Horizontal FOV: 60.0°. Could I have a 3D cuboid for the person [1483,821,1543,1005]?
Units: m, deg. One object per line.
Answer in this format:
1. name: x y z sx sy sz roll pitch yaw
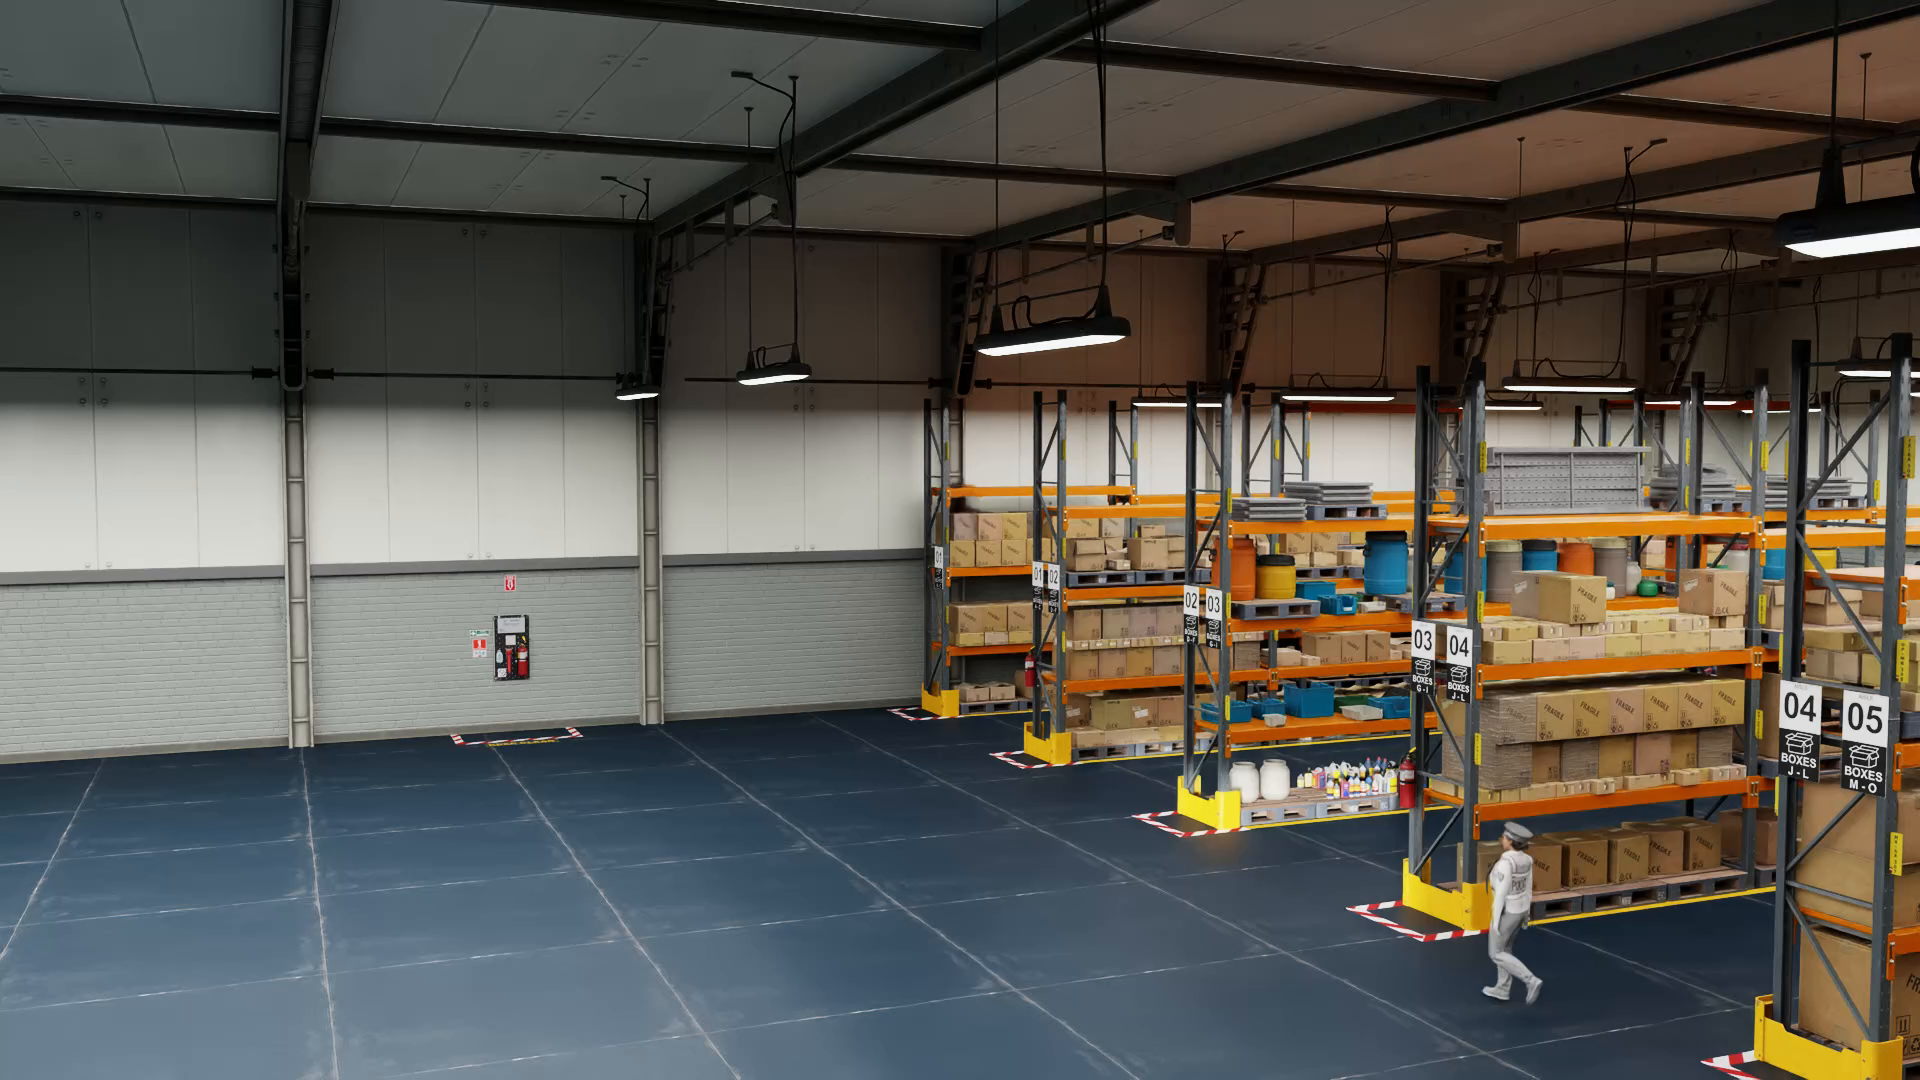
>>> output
1. person: 5.062 3.422 15.216 0.661 1.675 0.488 3 5 42
